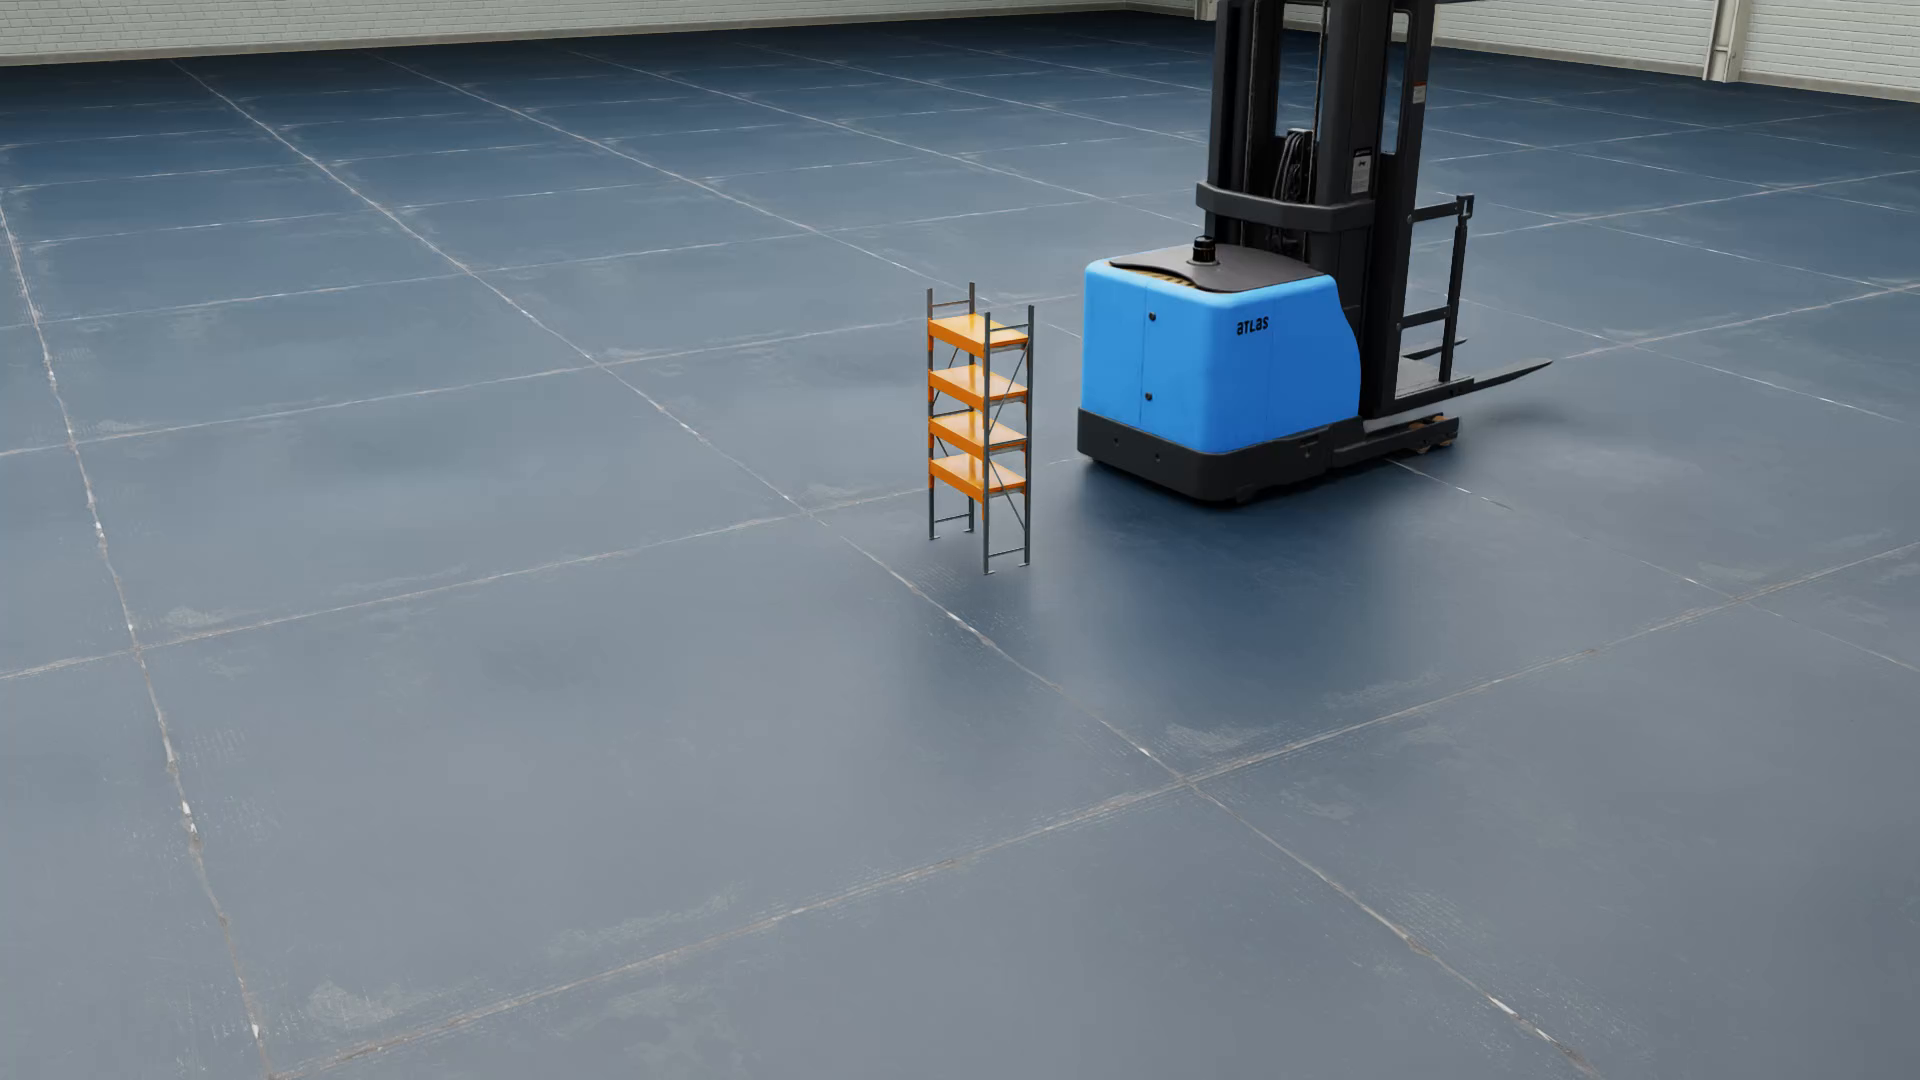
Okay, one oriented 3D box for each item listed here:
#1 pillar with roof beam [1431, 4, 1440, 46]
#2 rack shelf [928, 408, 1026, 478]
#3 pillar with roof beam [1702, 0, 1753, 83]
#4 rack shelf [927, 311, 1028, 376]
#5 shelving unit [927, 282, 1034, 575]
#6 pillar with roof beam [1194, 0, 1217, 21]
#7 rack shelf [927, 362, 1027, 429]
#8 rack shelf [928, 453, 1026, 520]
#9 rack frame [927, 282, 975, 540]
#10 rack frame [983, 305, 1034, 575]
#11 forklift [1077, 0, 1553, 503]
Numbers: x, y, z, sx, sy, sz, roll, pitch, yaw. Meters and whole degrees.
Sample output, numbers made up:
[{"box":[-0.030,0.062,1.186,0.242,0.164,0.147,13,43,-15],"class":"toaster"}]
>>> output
[{"box":[4.387,-12.019,25.431,9.100,9.000,0.400,-13,25,-28],"class":"pillar with roof beam"},{"box":[0.085,-0.440,7.479,0.258,0.148,0.480,-13,25,-28],"class":"rack shelf"},{"box":[7.452,-10.077,20.652,9.100,9.000,0.400,-13,25,-28],"class":"pillar with roof beam"},{"box":[0.085,-0.866,7.306,0.258,0.148,0.480,-13,25,-28],"class":"rack shelf"},{"box":[0.085,-0.502,7.454,0.258,1.200,0.503,-13,25,-28],"class":"shelving unit"},{"box":[1.322,-13.961,30.209,9.100,9.000,0.400,-13,25,-28],"class":"pillar with roof beam"},{"box":[0.085,-0.647,7.395,0.258,0.148,0.480,-13,25,-28],"class":"rack shelf"},{"box":[0.085,-0.256,7.554,0.258,0.148,0.480,-13,25,-28],"class":"rack shelf"},{"box":[-0.040,-0.581,7.648,0.240,1.200,0.015,-13,25,-28],"class":"rack frame"},{"box":[0.209,-0.423,7.259,0.240,1.200,0.015,-13,25,-28],"class":"rack frame"},{"box":[2.098,-1.965,8.755,3.031,2.935,1.130,-16,27,-34],"class":"forklift"}]
